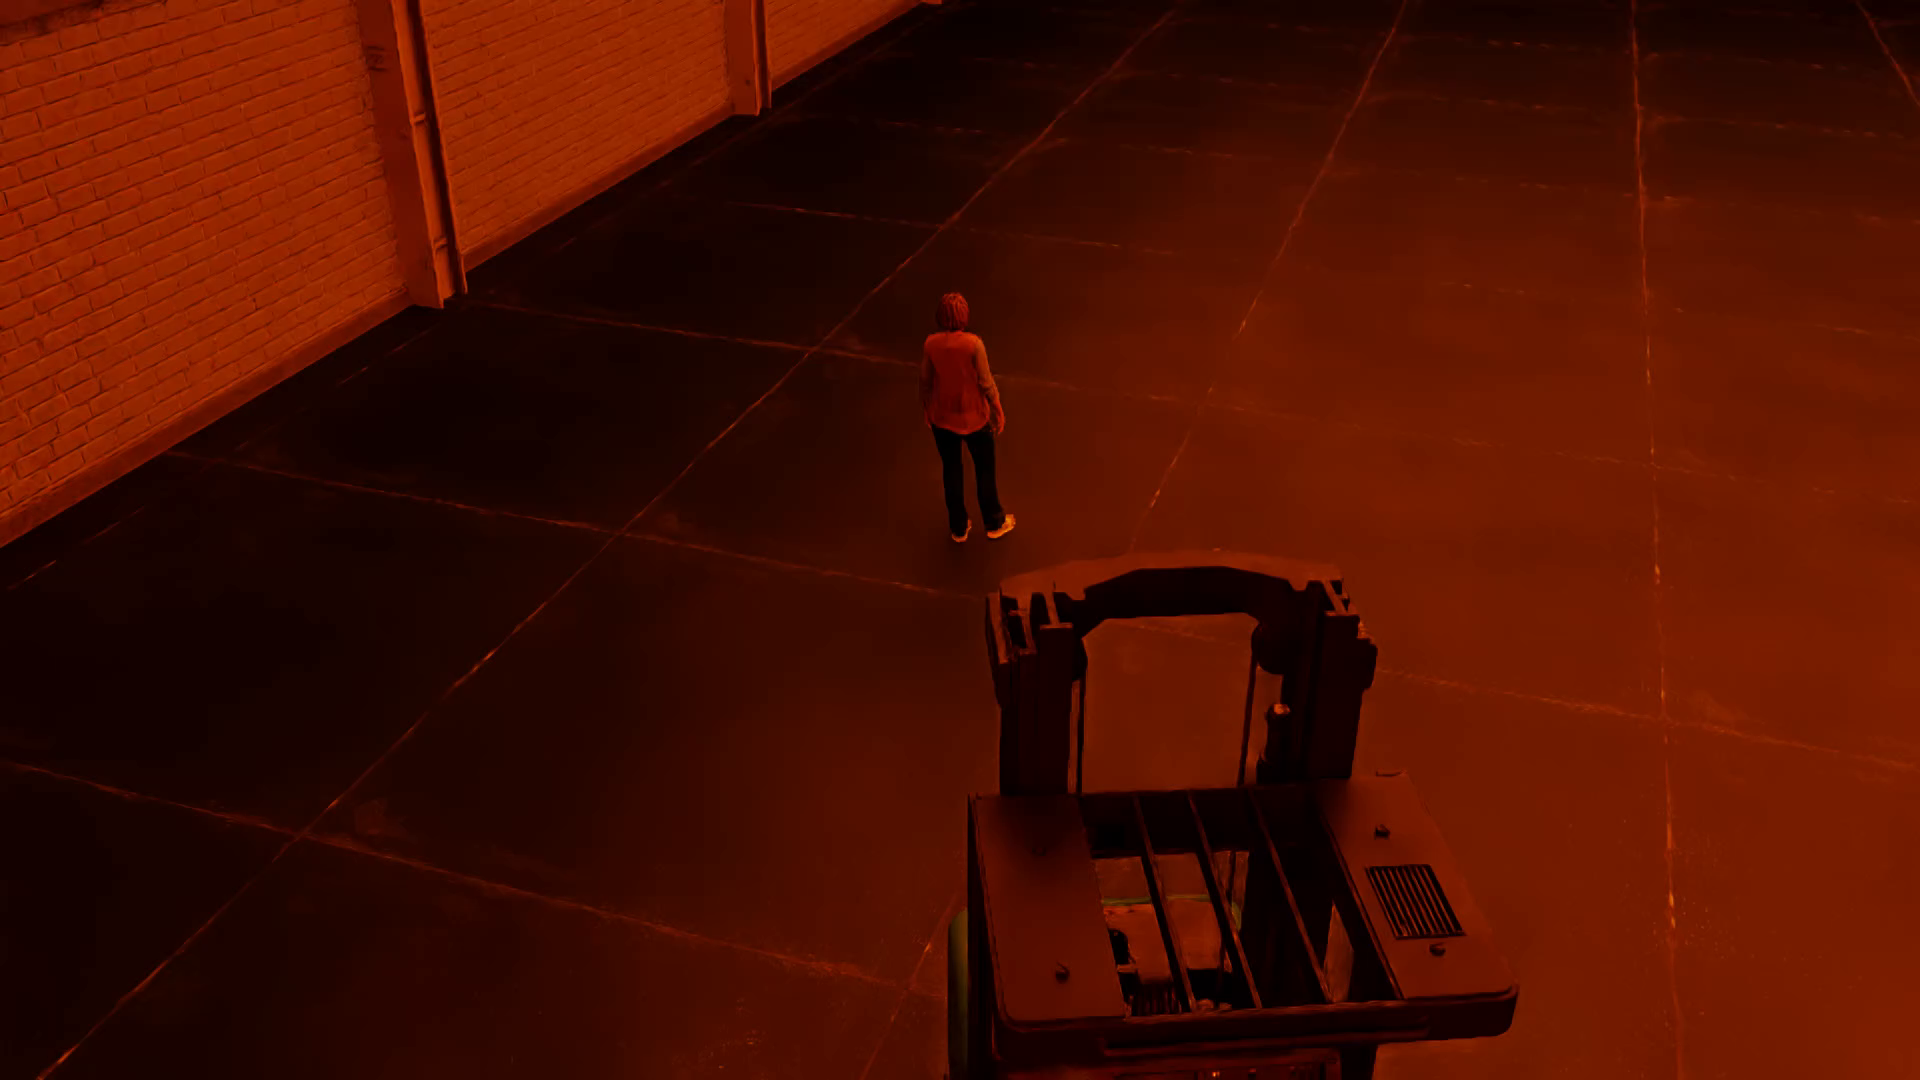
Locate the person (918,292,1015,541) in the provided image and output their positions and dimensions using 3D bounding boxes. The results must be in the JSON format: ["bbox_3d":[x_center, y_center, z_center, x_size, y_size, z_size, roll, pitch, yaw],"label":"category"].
[{"bbox_3d":[0.037,-0.732,9.754,0.520,1.597,0.474,10,31,16],"label":"person"}]

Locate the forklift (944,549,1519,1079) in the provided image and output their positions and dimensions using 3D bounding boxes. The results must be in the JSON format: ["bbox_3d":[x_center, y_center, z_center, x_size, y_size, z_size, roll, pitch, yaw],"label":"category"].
[{"bbox_3d":[0.585,1.626,4.284,1.130,2.935,3.031,-2,30,-4],"label":"forklift"}]
